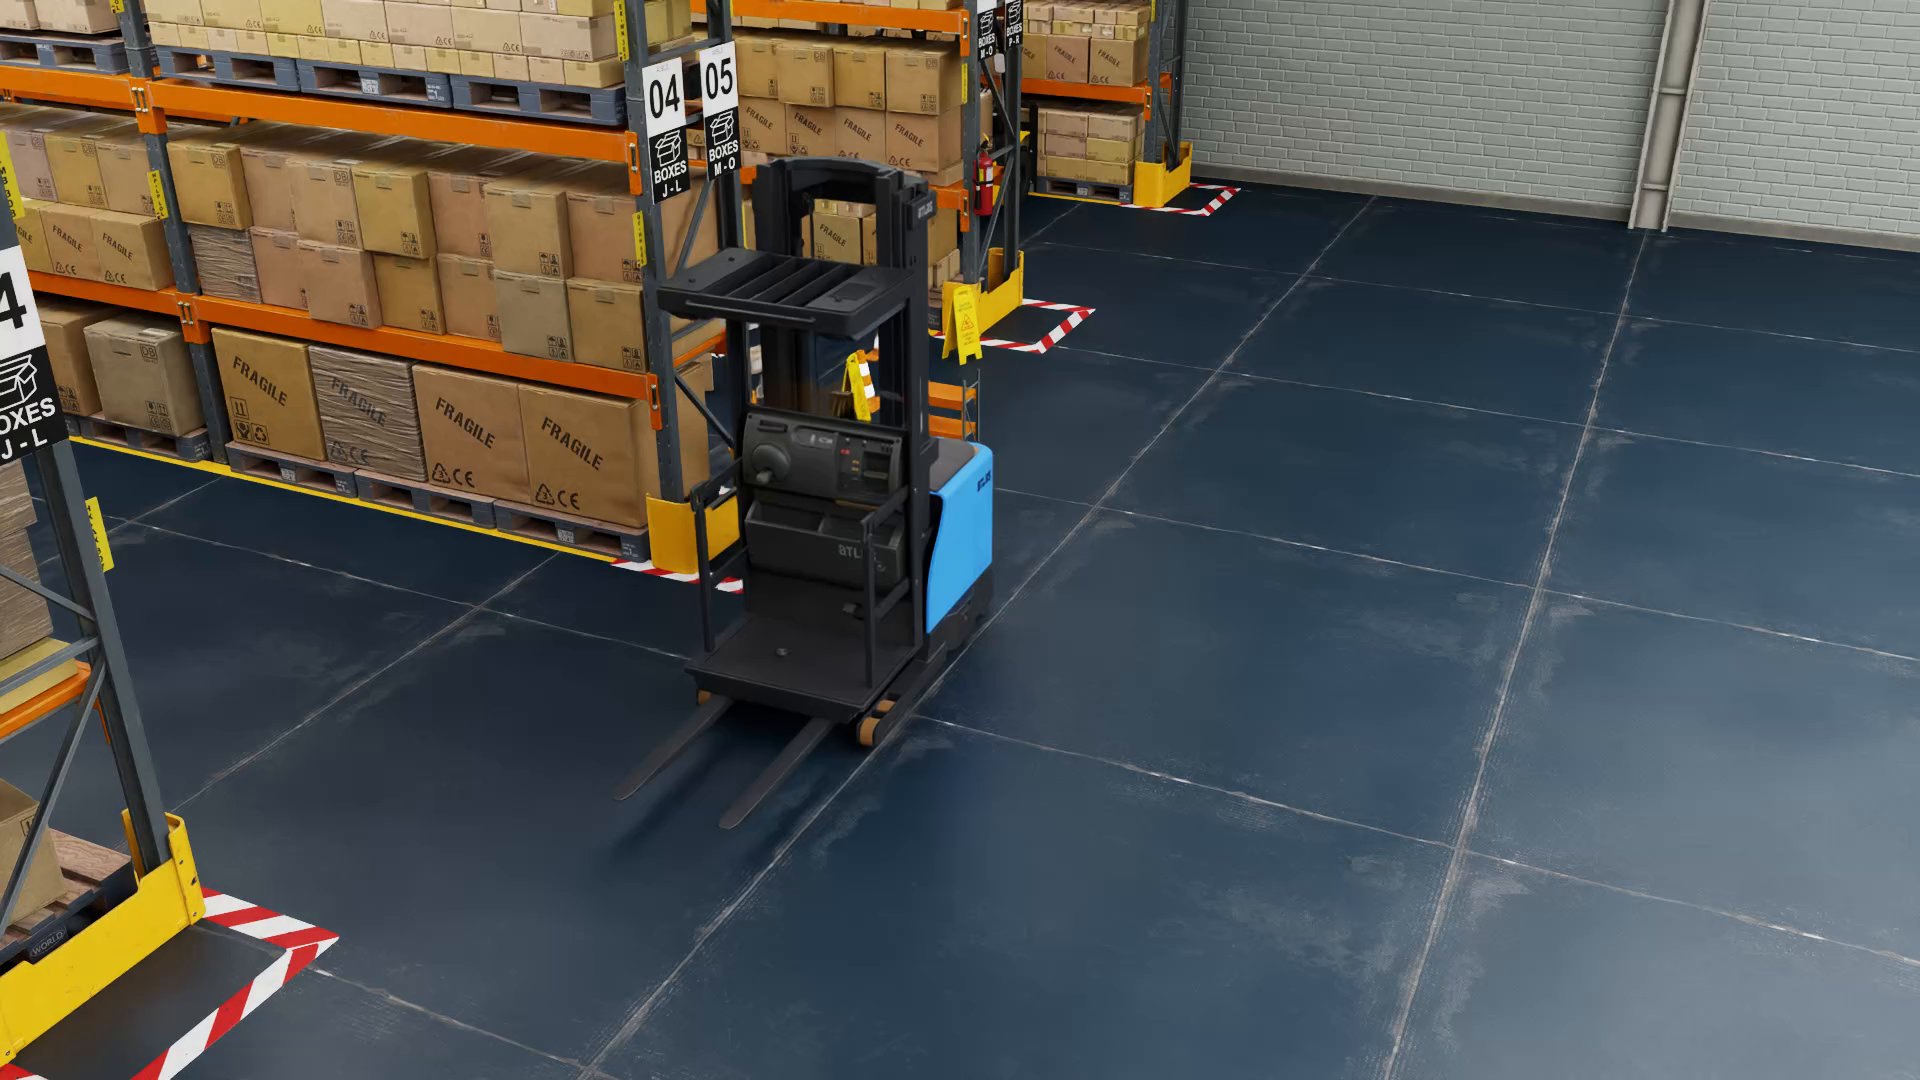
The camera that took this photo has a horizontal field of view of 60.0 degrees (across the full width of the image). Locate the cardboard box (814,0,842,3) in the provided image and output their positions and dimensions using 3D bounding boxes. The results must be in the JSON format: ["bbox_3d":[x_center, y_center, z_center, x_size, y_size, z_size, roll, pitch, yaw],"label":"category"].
[{"bbox_3d":[-1.070,-4.771,14.434,0.250,0.149,0.380,11,28,21],"label":"cardboard box"}]

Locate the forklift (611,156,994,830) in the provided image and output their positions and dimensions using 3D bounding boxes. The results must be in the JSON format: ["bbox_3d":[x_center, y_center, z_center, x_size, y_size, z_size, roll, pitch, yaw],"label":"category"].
[{"bbox_3d":[-0.825,-0.406,8.756,1.130,2.935,3.031,10,28,20],"label":"forklift"}]

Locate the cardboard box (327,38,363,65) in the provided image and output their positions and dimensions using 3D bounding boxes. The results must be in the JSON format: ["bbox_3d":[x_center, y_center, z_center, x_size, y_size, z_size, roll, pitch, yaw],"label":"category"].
[{"bbox_3d":[-3.735,-3.099,10.448,0.250,0.149,0.380,12,29,22],"label":"cardboard box"}]

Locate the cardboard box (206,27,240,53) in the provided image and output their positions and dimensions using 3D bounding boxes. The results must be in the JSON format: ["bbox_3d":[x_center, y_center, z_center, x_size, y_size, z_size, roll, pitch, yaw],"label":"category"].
[{"bbox_3d":[-4.657,-3.284,10.824,0.250,0.149,0.380,11,28,22],"label":"cardboard box"}]

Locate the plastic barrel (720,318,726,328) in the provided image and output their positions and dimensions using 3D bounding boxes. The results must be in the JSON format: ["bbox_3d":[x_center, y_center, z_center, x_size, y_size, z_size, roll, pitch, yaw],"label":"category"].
[{"bbox_3d":[-2.220,-2.004,14.842,0.512,0.421,0.421,-12,29,-23],"label":"plastic barrel"}]

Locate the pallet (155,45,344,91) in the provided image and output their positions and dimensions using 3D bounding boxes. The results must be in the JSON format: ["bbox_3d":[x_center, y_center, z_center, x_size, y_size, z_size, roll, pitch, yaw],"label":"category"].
[{"bbox_3d":[-4.570,-3.266,11.192,1.213,0.211,1.003,11,28,22],"label":"pallet"}]

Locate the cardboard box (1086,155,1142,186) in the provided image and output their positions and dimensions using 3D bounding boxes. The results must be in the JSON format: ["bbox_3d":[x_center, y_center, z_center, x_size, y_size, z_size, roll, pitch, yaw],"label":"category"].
[{"bbox_3d":[1.780,-4.301,19.228,0.500,0.250,0.500,12,28,22],"label":"cardboard box"}]

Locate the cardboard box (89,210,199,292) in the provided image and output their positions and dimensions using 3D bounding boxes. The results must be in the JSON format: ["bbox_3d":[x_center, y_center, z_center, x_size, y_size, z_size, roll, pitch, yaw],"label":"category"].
[{"bbox_3d":[-5.897,-2.147,12.101,0.500,0.500,0.500,11,28,21],"label":"cardboard box"}]

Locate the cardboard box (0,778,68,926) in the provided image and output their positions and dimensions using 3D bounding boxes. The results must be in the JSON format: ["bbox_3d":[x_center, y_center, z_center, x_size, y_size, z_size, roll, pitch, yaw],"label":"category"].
[{"bbox_3d":[-4.376,1.406,7.354,0.500,0.500,0.500,17,31,31],"label":"cardboard box"}]

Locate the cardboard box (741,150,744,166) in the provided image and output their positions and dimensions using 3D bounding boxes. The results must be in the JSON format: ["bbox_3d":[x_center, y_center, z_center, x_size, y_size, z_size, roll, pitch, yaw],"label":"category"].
[{"bbox_3d":[-2.039,-3.586,15.421,0.250,0.149,0.380,12,28,22],"label":"cardboard box"}]

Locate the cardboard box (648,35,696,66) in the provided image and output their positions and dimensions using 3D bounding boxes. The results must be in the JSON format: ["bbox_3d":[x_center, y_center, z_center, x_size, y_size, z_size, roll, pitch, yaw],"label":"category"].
[{"bbox_3d":[-1.849,-3.040,10.329,0.250,0.149,0.380,12,28,22],"label":"cardboard box"}]

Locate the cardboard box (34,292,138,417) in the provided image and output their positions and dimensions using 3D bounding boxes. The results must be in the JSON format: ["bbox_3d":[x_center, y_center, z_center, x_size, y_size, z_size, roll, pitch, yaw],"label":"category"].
[{"bbox_3d":[-6.790,-1.548,13.070,0.750,0.750,1.050,11,28,22],"label":"cardboard box"}]

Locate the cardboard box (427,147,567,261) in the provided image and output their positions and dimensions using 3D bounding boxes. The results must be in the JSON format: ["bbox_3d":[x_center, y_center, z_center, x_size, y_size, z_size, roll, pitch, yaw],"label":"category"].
[{"bbox_3d":[-2.984,-2.238,11.008,0.550,0.550,0.875,11,28,22],"label":"cardboard box"}]

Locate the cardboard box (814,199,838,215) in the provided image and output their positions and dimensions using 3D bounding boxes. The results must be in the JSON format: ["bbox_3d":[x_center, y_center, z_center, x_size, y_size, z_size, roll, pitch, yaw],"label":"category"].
[{"bbox_3d":[-1.139,-3.103,15.210,0.250,0.149,0.380,12,29,23],"label":"cardboard box"}]

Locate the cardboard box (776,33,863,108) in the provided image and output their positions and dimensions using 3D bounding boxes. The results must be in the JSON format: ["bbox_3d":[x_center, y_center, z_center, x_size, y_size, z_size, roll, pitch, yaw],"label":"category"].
[{"bbox_3d":[-1.232,-4.171,14.744,0.500,0.500,0.700,11,28,21],"label":"cardboard box"}]

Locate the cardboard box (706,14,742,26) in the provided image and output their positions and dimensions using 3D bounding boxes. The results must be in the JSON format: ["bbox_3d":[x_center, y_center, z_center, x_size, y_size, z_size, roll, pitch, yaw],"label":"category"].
[{"bbox_3d":[-2.790,-6.450,20.559,0.500,0.250,0.500,12,29,23],"label":"cardboard box"}]

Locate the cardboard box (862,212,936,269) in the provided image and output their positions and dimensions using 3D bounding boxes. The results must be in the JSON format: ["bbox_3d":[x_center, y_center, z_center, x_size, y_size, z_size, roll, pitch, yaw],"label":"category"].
[{"bbox_3d":[-0.550,-2.724,15.176,0.500,0.500,0.500,12,28,22],"label":"cardboard box"}]

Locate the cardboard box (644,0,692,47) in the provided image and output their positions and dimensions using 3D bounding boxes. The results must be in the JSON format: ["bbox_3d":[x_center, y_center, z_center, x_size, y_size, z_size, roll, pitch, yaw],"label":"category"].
[{"bbox_3d":[-2.003,-3.219,10.241,0.500,0.250,0.500,11,28,22],"label":"cardboard box"}]

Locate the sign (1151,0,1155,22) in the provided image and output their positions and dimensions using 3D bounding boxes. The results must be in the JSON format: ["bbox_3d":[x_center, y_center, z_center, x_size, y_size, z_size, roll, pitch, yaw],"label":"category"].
[{"bbox_3d":[2.101,-5.798,18.051,0.005,0.325,0.100,11,28,22],"label":"sign"}]

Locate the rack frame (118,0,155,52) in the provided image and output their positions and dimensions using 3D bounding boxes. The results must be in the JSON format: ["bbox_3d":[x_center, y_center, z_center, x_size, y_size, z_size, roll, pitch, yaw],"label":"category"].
[{"bbox_3d":[-5.311,-4.805,10.822,0.127,3.000,1.000,11,28,22],"label":"rack frame"}]

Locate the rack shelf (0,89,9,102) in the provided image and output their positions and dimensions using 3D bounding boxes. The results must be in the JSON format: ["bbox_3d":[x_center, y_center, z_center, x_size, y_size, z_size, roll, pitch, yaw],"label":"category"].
[{"bbox_3d":[-12.457,-5.628,20.100,4.000,0.370,1.077,11,28,22],"label":"rack shelf"}]

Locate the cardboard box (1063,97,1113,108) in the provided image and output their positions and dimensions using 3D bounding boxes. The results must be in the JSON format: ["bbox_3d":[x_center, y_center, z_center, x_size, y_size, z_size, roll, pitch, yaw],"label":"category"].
[{"bbox_3d":[1.523,-5.045,19.607,0.500,0.250,0.500,11,28,22],"label":"cardboard box"}]

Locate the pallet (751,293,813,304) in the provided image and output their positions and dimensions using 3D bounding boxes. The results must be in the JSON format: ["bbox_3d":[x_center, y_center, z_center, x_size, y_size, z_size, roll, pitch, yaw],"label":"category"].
[{"bbox_3d":[-1.613,-2.541,16.171,1.213,0.211,1.003,11,28,22],"label":"pallet"}]

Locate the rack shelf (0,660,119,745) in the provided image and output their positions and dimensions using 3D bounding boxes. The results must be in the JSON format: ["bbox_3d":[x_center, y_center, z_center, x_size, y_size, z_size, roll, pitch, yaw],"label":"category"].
[{"bbox_3d":[-5.635,0.550,7.550,4.000,0.370,1.077,11,28,22],"label":"rack shelf"}]

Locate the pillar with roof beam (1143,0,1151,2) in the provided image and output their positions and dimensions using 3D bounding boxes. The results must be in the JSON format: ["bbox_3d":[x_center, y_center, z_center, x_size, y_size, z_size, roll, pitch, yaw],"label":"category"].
[{"bbox_3d":[0.296,-6.838,14.951,0.400,9.000,9.100,11,28,22],"label":"pillar with roof beam"}]

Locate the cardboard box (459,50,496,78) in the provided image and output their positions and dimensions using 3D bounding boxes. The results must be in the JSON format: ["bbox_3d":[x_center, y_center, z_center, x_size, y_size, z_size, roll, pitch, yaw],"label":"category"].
[{"bbox_3d":[-2.806,-2.913,10.070,0.250,0.149,0.380,12,29,22],"label":"cardboard box"}]

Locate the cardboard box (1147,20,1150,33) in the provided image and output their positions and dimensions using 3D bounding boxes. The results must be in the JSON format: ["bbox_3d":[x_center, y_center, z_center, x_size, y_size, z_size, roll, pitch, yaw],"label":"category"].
[{"bbox_3d":[2.137,-5.890,18.970,0.250,0.149,0.380,11,28,21],"label":"cardboard box"}]

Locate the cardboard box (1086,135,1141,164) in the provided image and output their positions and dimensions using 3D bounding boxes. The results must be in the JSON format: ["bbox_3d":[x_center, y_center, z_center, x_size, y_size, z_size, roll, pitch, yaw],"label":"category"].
[{"bbox_3d":[1.766,-4.530,19.127,0.500,0.250,0.500,11,28,21],"label":"cardboard box"}]

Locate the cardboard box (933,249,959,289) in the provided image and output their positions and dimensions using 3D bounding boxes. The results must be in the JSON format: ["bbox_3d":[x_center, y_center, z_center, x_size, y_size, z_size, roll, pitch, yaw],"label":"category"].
[{"bbox_3d":[-0.332,-2.605,15.782,0.500,0.250,0.500,11,28,21],"label":"cardboard box"}]

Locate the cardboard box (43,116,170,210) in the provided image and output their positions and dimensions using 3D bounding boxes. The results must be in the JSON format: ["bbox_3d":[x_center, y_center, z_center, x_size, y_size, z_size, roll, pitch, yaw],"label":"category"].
[{"bbox_3d":[-6.234,-2.789,12.274,0.500,0.500,0.700,11,28,21],"label":"cardboard box"}]

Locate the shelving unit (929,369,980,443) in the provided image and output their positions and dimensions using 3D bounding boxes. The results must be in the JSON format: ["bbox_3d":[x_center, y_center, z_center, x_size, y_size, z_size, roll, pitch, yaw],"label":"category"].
[{"bbox_3d":[-0.151,-0.569,11.046,0.503,1.200,0.258,11,28,22],"label":"shelving unit"}]

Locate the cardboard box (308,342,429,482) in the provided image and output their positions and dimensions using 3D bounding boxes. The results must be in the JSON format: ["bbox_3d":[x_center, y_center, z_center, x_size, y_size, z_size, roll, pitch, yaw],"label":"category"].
[{"bbox_3d":[-3.945,-1.043,11.902,0.875,0.875,0.875,12,28,22],"label":"cardboard box"}]

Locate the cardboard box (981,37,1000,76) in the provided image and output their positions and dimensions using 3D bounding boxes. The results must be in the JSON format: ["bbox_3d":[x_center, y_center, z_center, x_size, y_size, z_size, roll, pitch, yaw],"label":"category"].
[{"bbox_3d":[0.385,-5.697,19.312,0.500,0.500,0.500,12,28,22],"label":"cardboard box"}]

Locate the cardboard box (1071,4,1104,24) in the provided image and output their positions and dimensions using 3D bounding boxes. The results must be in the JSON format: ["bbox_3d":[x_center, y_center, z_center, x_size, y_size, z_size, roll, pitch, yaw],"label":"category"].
[{"bbox_3d":[1.439,-5.907,18.668,0.250,0.149,0.380,12,29,23],"label":"cardboard box"}]

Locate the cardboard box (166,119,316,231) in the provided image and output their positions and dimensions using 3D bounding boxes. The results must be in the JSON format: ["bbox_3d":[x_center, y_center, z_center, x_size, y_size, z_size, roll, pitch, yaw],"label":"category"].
[{"bbox_3d":[-4.989,-2.584,11.711,0.550,0.550,0.875,11,28,22],"label":"cardboard box"}]

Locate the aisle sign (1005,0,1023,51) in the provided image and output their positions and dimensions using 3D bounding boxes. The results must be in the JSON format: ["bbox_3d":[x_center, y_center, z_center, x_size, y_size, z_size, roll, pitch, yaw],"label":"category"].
[{"bbox_3d":[0.472,-4.671,14.398,0.004,0.787,0.394,11,28,22],"label":"aisle sign"}]

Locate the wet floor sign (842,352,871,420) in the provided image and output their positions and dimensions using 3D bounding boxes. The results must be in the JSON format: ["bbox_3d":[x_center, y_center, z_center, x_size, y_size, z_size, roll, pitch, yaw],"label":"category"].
[{"bbox_3d":[-0.824,-1.117,12.788,0.232,0.644,0.267,6,27,13],"label":"wet floor sign"}]

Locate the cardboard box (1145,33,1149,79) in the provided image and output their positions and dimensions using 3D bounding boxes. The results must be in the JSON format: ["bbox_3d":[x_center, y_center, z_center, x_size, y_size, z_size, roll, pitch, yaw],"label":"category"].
[{"bbox_3d":[2.003,-5.635,19.186,0.500,0.500,0.500,12,29,23],"label":"cardboard box"}]

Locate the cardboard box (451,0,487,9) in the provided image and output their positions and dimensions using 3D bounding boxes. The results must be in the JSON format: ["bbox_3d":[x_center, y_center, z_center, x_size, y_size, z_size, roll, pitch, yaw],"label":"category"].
[{"bbox_3d":[-2.813,-3.271,9.896,0.250,0.149,0.380,12,29,23],"label":"cardboard box"}]

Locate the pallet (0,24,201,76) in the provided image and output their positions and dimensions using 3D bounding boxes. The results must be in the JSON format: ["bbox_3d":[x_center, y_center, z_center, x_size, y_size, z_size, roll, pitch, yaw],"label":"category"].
[{"bbox_3d":[-6.166,-3.522,11.827,1.217,0.209,0.805,10,28,20],"label":"pallet"}]

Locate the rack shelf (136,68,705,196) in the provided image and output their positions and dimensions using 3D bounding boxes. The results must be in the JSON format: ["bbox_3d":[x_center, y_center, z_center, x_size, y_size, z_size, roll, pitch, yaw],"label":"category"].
[{"bbox_3d":[-3.490,-2.771,10.901,4.000,0.370,1.077,11,28,22],"label":"rack shelf"}]

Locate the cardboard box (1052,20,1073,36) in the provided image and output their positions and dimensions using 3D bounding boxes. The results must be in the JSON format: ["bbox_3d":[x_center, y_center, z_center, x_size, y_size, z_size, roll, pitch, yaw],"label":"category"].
[{"bbox_3d":[1.230,-5.831,18.850,0.250,0.149,0.380,11,28,21],"label":"cardboard box"}]

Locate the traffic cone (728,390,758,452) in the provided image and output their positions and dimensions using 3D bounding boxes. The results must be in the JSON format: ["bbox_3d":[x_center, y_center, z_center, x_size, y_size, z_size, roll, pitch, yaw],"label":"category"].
[{"bbox_3d":[-1.565,-0.912,12.579,0.334,0.463,0.336,11,28,22],"label":"traffic cone"}]

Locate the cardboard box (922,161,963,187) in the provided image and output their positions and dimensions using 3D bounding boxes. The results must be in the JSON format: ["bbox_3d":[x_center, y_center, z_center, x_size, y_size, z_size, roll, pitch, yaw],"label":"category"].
[{"bbox_3d":[-0.142,-3.261,14.762,0.250,0.149,0.380,12,29,24],"label":"cardboard box"}]

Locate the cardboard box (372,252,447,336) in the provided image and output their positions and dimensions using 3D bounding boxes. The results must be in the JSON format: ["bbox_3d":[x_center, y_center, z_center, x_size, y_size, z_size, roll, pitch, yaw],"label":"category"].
[{"bbox_3d":[-3.493,-1.824,11.390,0.500,0.550,0.875,11,28,22],"label":"cardboard box"}]

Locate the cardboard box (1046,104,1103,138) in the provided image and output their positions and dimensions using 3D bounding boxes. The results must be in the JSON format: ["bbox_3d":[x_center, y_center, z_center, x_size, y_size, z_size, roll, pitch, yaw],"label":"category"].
[{"bbox_3d":[1.323,-4.841,19.192,0.500,0.250,0.500,12,29,23],"label":"cardboard box"}]

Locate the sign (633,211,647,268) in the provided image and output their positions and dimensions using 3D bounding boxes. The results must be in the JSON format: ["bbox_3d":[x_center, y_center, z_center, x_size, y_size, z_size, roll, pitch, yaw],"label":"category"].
[{"bbox_3d":[-1.907,-1.793,9.916,0.005,0.325,0.100,11,28,22],"label":"sign"}]

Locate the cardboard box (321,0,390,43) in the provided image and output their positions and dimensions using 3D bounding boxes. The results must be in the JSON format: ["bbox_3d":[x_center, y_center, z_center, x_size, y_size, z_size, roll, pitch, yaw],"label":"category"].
[{"bbox_3d":[-3.601,-3.281,10.367,0.500,0.250,0.500,12,29,22],"label":"cardboard box"}]

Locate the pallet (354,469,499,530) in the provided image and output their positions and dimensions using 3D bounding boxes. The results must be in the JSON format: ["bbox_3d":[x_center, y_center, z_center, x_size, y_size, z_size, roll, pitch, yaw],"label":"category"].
[{"bbox_3d":[-3.536,-0.470,11.965,1.213,0.211,1.003,11,28,22],"label":"pallet"}]

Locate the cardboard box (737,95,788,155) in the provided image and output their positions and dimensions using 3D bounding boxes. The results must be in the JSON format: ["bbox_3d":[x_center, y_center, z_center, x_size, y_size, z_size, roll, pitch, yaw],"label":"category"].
[{"bbox_3d":[-1.682,-3.845,15.213,0.500,0.500,0.500,12,29,22],"label":"cardboard box"}]

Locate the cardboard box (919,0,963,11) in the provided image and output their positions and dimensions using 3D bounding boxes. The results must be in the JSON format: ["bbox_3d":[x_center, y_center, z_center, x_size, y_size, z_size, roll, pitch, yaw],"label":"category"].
[{"bbox_3d":[-0.153,-4.577,14.039,0.250,0.149,0.380,11,28,22],"label":"cardboard box"}]

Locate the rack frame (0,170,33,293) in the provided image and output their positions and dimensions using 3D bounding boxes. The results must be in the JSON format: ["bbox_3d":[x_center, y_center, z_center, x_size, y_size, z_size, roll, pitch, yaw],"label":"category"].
[{"bbox_3d":[-3.815,-2.098,5.324,0.127,3.000,1.000,11,28,22],"label":"rack frame"}]

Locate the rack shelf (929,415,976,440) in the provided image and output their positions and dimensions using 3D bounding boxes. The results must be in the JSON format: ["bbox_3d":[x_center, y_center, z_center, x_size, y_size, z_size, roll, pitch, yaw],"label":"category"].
[{"bbox_3d":[-0.151,-0.709,10.977,0.480,0.148,0.258,11,28,22],"label":"rack shelf"}]

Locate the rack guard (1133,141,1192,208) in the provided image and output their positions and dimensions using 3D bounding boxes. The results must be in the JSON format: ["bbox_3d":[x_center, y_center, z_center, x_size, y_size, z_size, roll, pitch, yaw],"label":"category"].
[{"bbox_3d":[2.361,-4.262,19.341,0.348,0.500,1.175,11,28,22],"label":"rack guard"}]

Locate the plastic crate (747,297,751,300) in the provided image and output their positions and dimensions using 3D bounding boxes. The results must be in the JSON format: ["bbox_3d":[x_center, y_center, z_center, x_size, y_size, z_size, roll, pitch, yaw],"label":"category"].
[{"bbox_3d":[-2.264,-2.196,15.620,0.583,0.080,0.402,2,26,4],"label":"plastic crate"}]

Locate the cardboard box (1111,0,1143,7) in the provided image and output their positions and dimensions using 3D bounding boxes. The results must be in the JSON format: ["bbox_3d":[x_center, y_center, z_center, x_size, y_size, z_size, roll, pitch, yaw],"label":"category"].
[{"bbox_3d":[1.905,-6.078,19.015,0.250,0.149,0.380,12,29,24],"label":"cardboard box"}]

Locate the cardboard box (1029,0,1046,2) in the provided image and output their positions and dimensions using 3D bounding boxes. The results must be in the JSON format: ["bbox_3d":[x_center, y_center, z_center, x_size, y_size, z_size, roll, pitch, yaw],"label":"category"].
[{"bbox_3d":[0.983,-6.285,19.436,0.250,0.149,0.380,11,28,21],"label":"cardboard box"}]

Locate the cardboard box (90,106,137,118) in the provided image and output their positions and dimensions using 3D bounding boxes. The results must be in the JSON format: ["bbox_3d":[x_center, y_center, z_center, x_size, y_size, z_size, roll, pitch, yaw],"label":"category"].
[{"bbox_3d":[-9.213,-4.577,19.081,0.875,0.875,0.875,12,29,23],"label":"cardboard box"}]

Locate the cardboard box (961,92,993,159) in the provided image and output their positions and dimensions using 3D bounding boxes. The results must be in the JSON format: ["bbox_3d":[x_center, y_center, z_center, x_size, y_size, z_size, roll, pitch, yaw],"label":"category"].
[{"bbox_3d":[-0.029,-3.768,15.057,0.500,0.500,0.500,11,28,21],"label":"cardboard box"}]

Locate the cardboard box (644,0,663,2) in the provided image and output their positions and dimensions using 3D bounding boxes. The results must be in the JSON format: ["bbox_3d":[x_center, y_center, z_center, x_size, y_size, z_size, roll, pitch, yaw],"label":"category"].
[{"bbox_3d":[-1.842,-3.395,10.148,0.250,0.149,0.380,12,29,22],"label":"cardboard box"}]
